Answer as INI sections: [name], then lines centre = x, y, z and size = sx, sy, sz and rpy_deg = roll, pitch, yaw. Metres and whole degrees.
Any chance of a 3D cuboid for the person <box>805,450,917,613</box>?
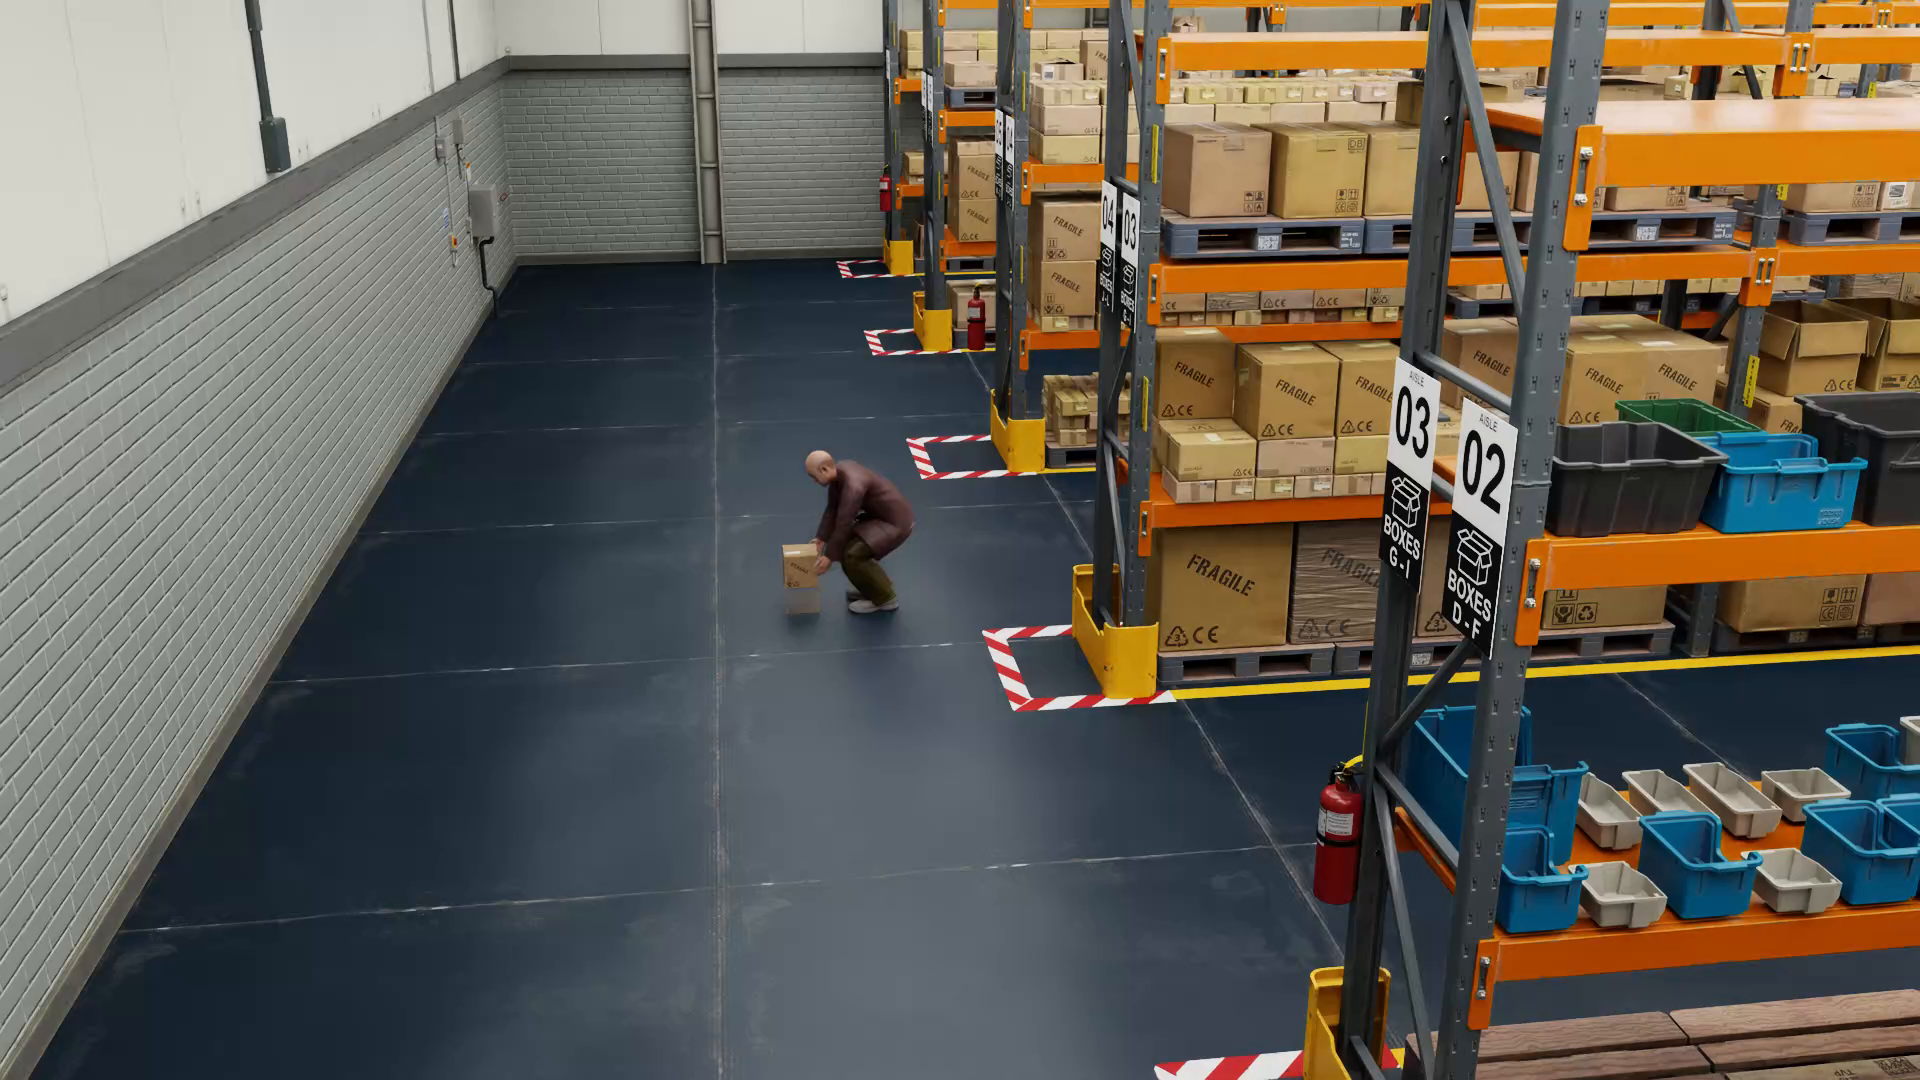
[person]
centre = -0.720, -0.088, 12.167
size = 0.809, 1.222, 0.628
rpy_deg = -3, 20, -8
